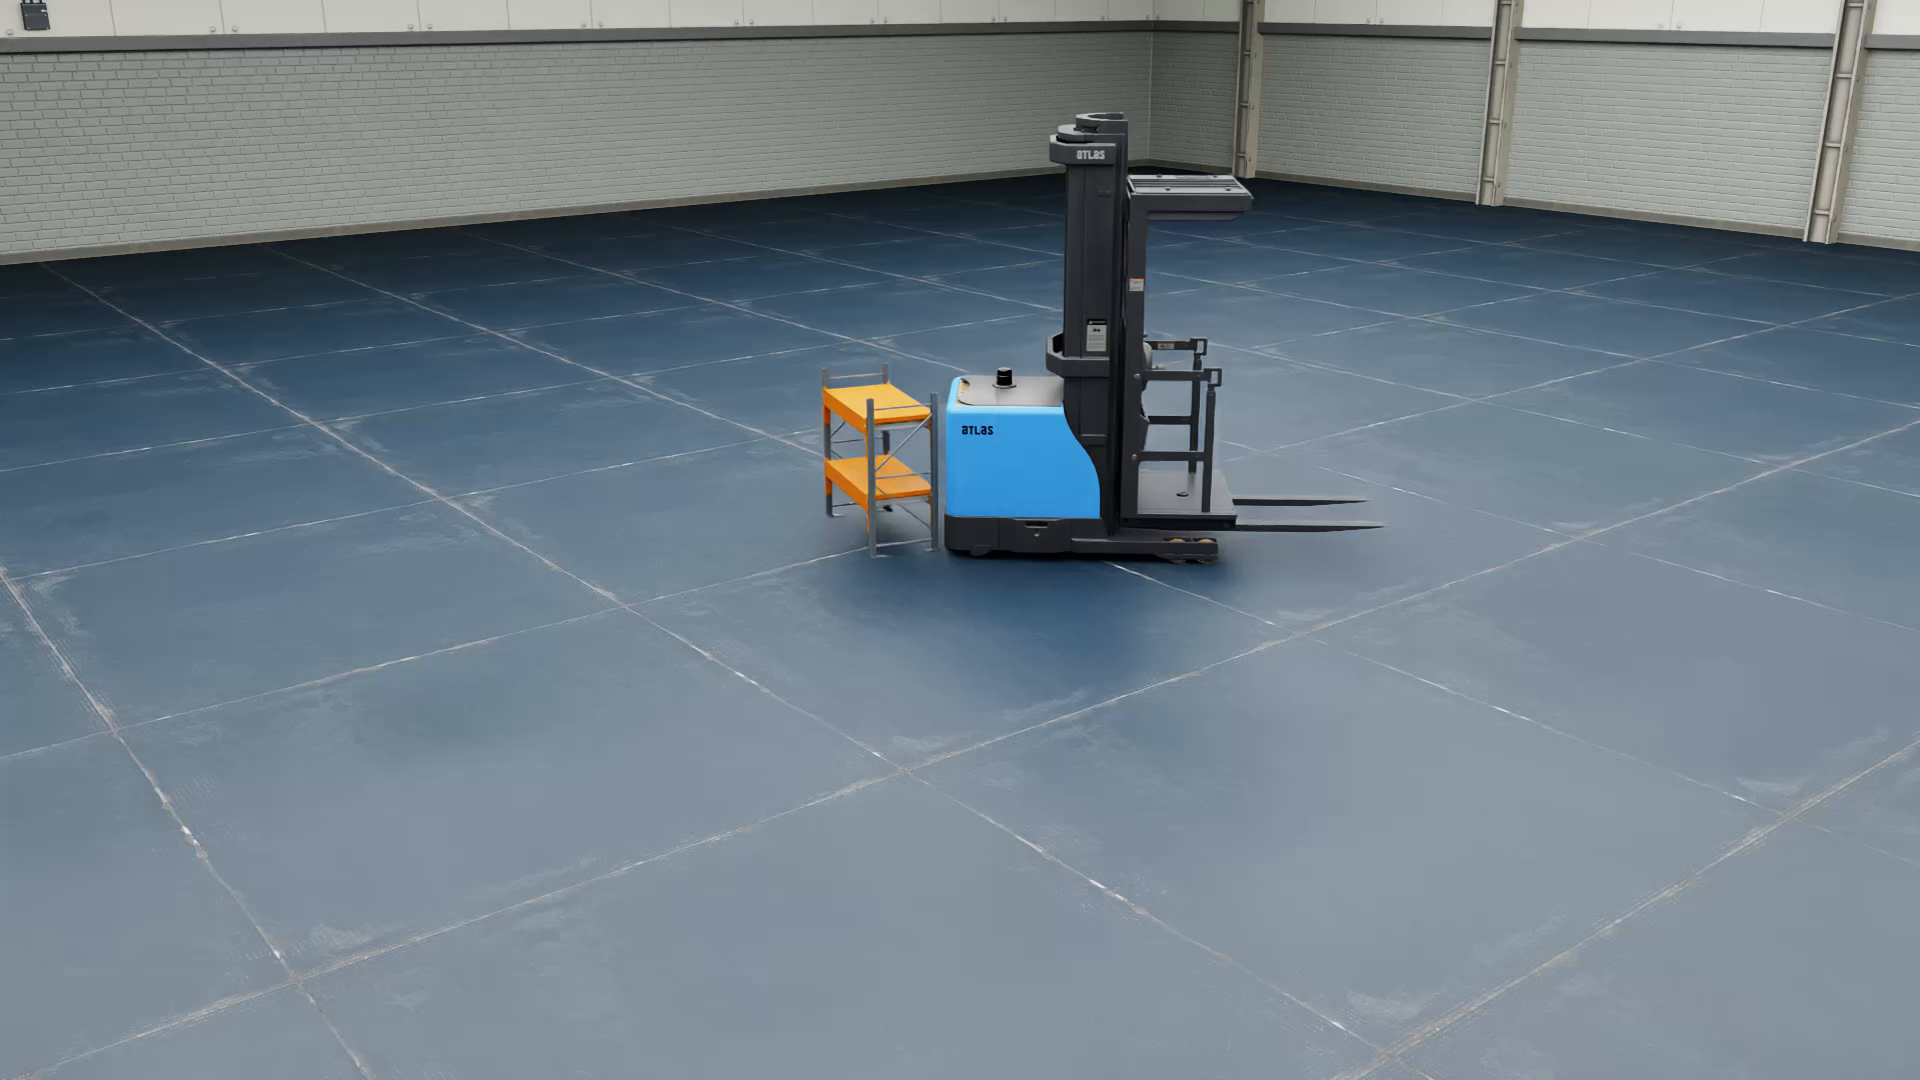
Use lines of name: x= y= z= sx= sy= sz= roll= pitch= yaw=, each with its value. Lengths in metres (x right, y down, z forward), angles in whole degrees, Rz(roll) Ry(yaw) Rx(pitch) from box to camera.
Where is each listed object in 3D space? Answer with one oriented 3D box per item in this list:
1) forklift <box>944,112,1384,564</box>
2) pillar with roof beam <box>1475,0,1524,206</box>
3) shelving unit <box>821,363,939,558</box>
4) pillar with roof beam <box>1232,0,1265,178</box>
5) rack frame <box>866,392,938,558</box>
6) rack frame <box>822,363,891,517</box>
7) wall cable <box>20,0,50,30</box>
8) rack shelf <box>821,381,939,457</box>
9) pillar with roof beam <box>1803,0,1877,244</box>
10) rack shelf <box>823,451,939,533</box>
forklift: x=1.423 y=-1.399 z=11.426 sx=3.031 sy=2.935 sz=1.130 roll=1 pitch=18 yaw=2
pillar with roof beam: x=6.293 y=-9.556 z=26.406 sx=9.100 sy=9.000 sz=0.400 roll=-14 pitch=23 yaw=-36
shelving unit: x=-0.576 y=-0.589 z=11.851 sx=0.538 sy=1.125 sz=1.048 roll=-7 pitch=20 yaw=-20
pillar with roof beam: x=2.568 y=-11.035 z=30.871 sx=9.100 sy=9.000 sz=0.400 roll=-14 pitch=23 yaw=-36
rack frame: x=-0.390 y=-0.440 z=11.402 sx=0.500 sy=1.125 sz=0.032 roll=-7 pitch=20 yaw=-20
rack frame: x=-0.761 y=-0.737 z=12.300 sx=0.500 sy=1.125 sz=0.032 roll=-7 pitch=20 yaw=-20
wall cable: x=-12.091 y=-10.174 z=22.863 sx=2.305 sy=6.003 sz=0.169 roll=-14 pitch=23 yaw=-36
rack shelf: x=-0.576 y=-0.867 z=11.759 sx=0.538 sy=0.278 sz=1.000 roll=-7 pitch=20 yaw=-20
pillar with roof beam: x=10.018 y=-8.078 z=21.942 sx=9.100 sy=9.000 sz=0.400 roll=-14 pitch=23 yaw=-36
rack shelf: x=-0.576 y=-0.357 z=11.928 sx=0.538 sy=0.278 sz=1.000 roll=-7 pitch=20 yaw=-20
